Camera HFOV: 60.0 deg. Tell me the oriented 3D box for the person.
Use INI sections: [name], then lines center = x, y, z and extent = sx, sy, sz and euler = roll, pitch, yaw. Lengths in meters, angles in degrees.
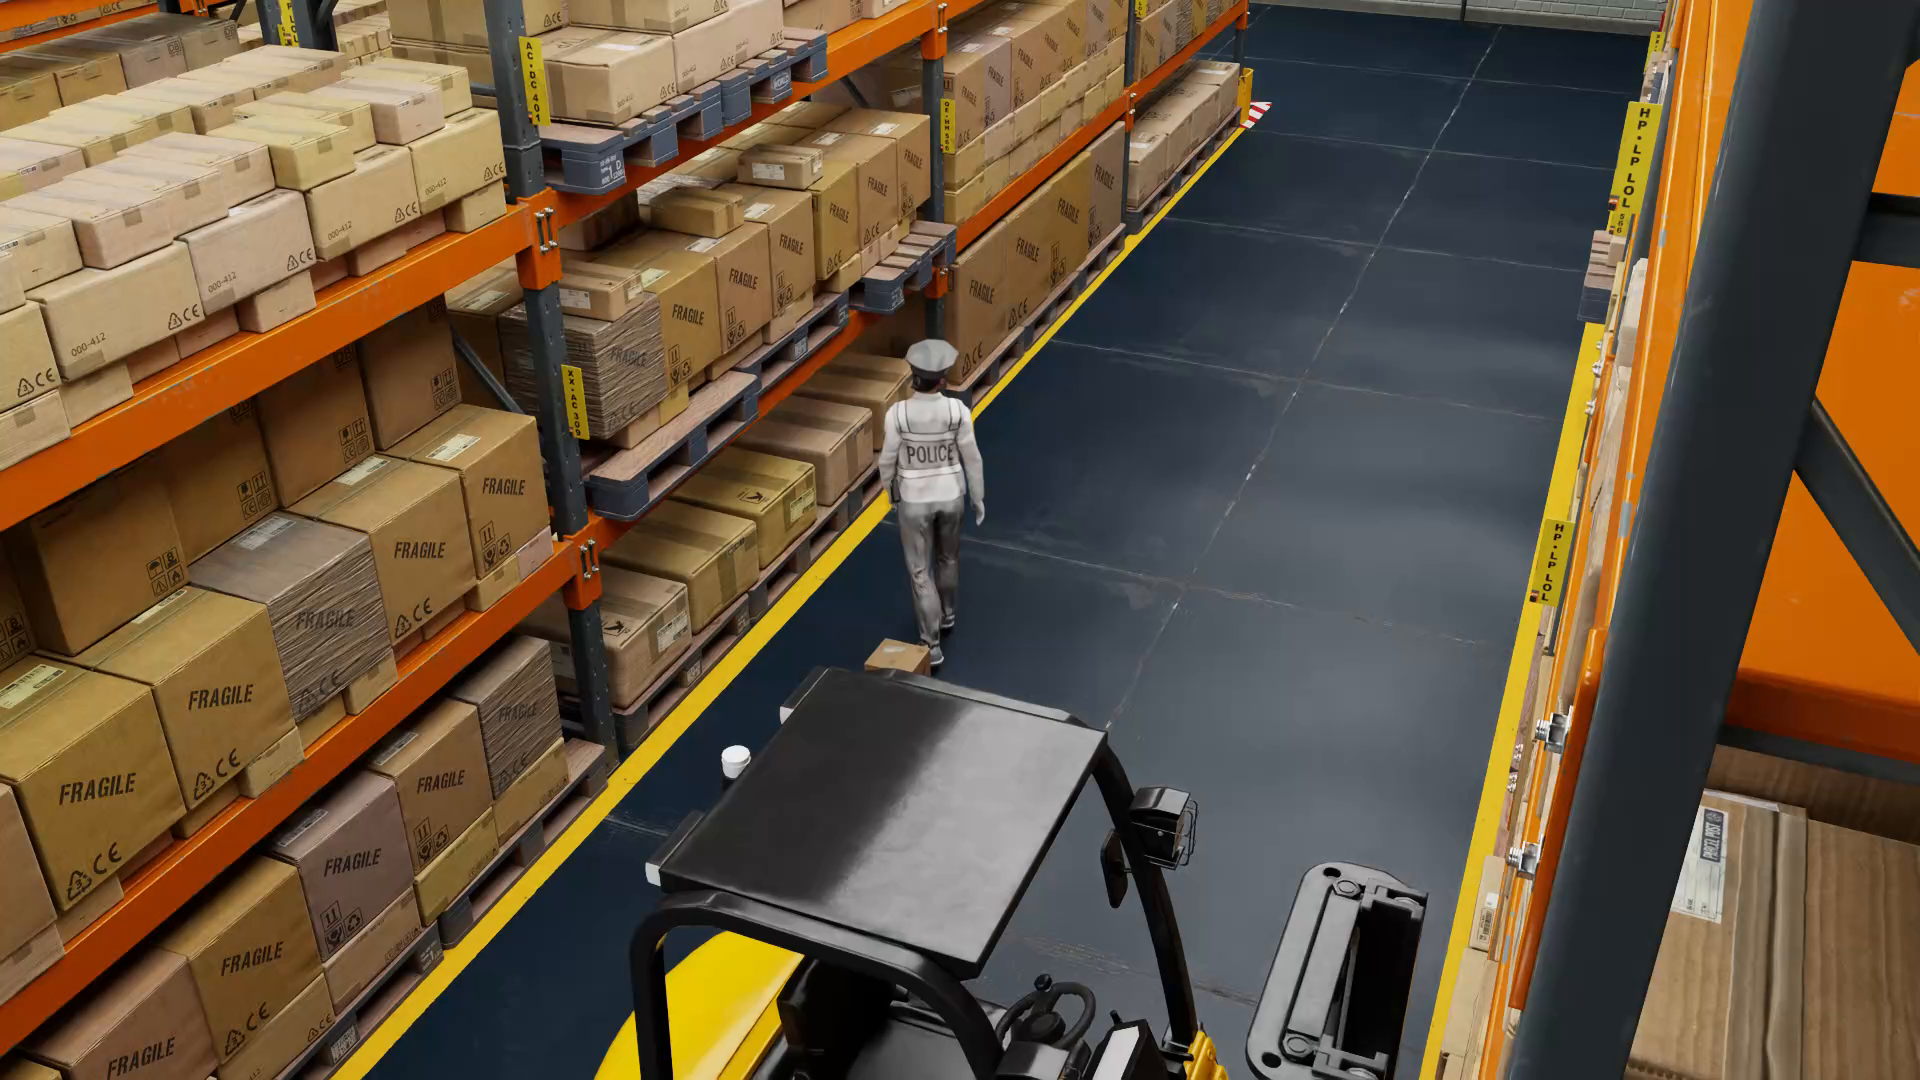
[person]
center = -0.144, -0.206, 8.444
extent = 0.530, 1.649, 0.642
euler = -9, 31, -15
